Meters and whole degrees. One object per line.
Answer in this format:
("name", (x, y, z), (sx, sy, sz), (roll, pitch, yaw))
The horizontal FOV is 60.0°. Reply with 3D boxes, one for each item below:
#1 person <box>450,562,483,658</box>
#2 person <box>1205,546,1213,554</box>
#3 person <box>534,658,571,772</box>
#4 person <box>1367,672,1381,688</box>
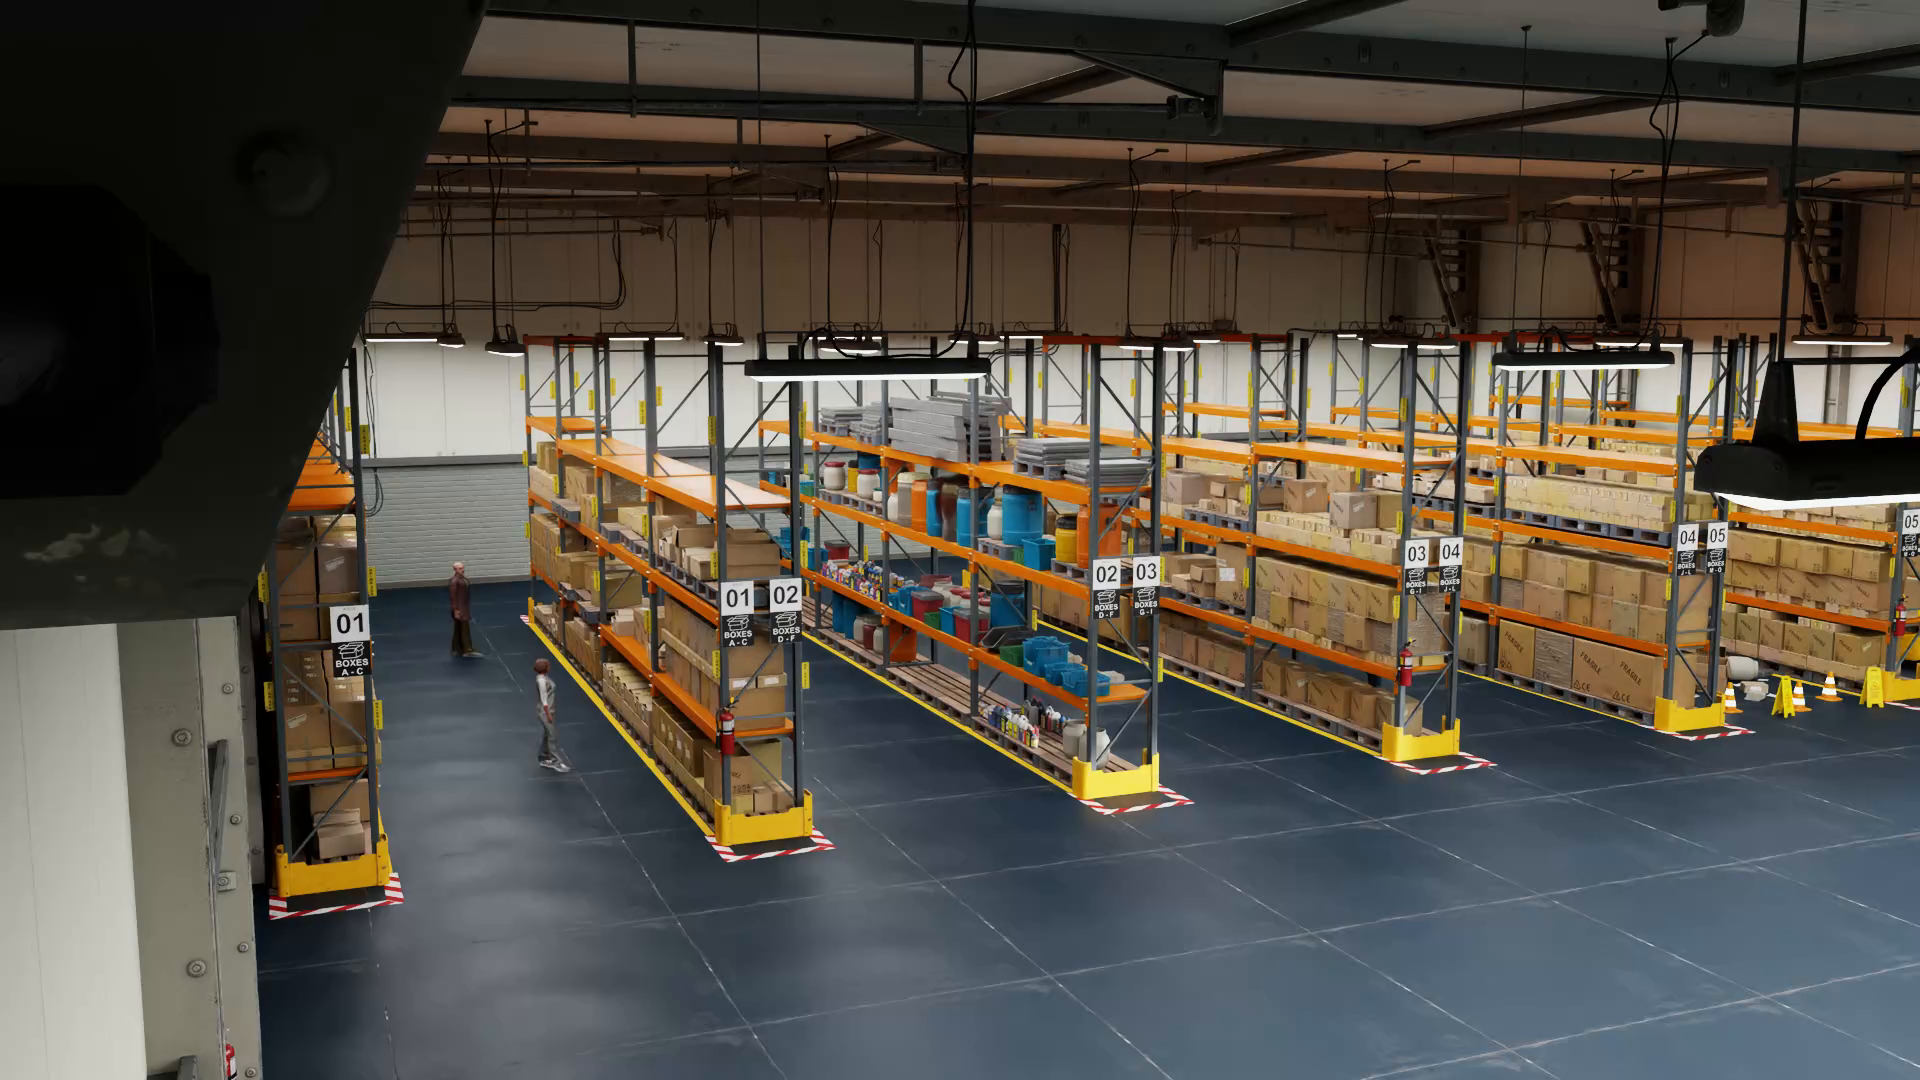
("person", (-9.293, 1.295, 31.278), (0.610, 1.781, 0.604), (-1, 8, -10))
("person", (6.842, -0.490, 44.846), (0.589, 1.691, 0.681), (5, 9, 34))
("person", (-5.742, 2.444, 23.475), (0.563, 1.601, 0.422), (1, 8, 6))
("person", (6.871, 1.892, 27.644), (0.435, 1.585, 0.492), (5, 9, 34))
